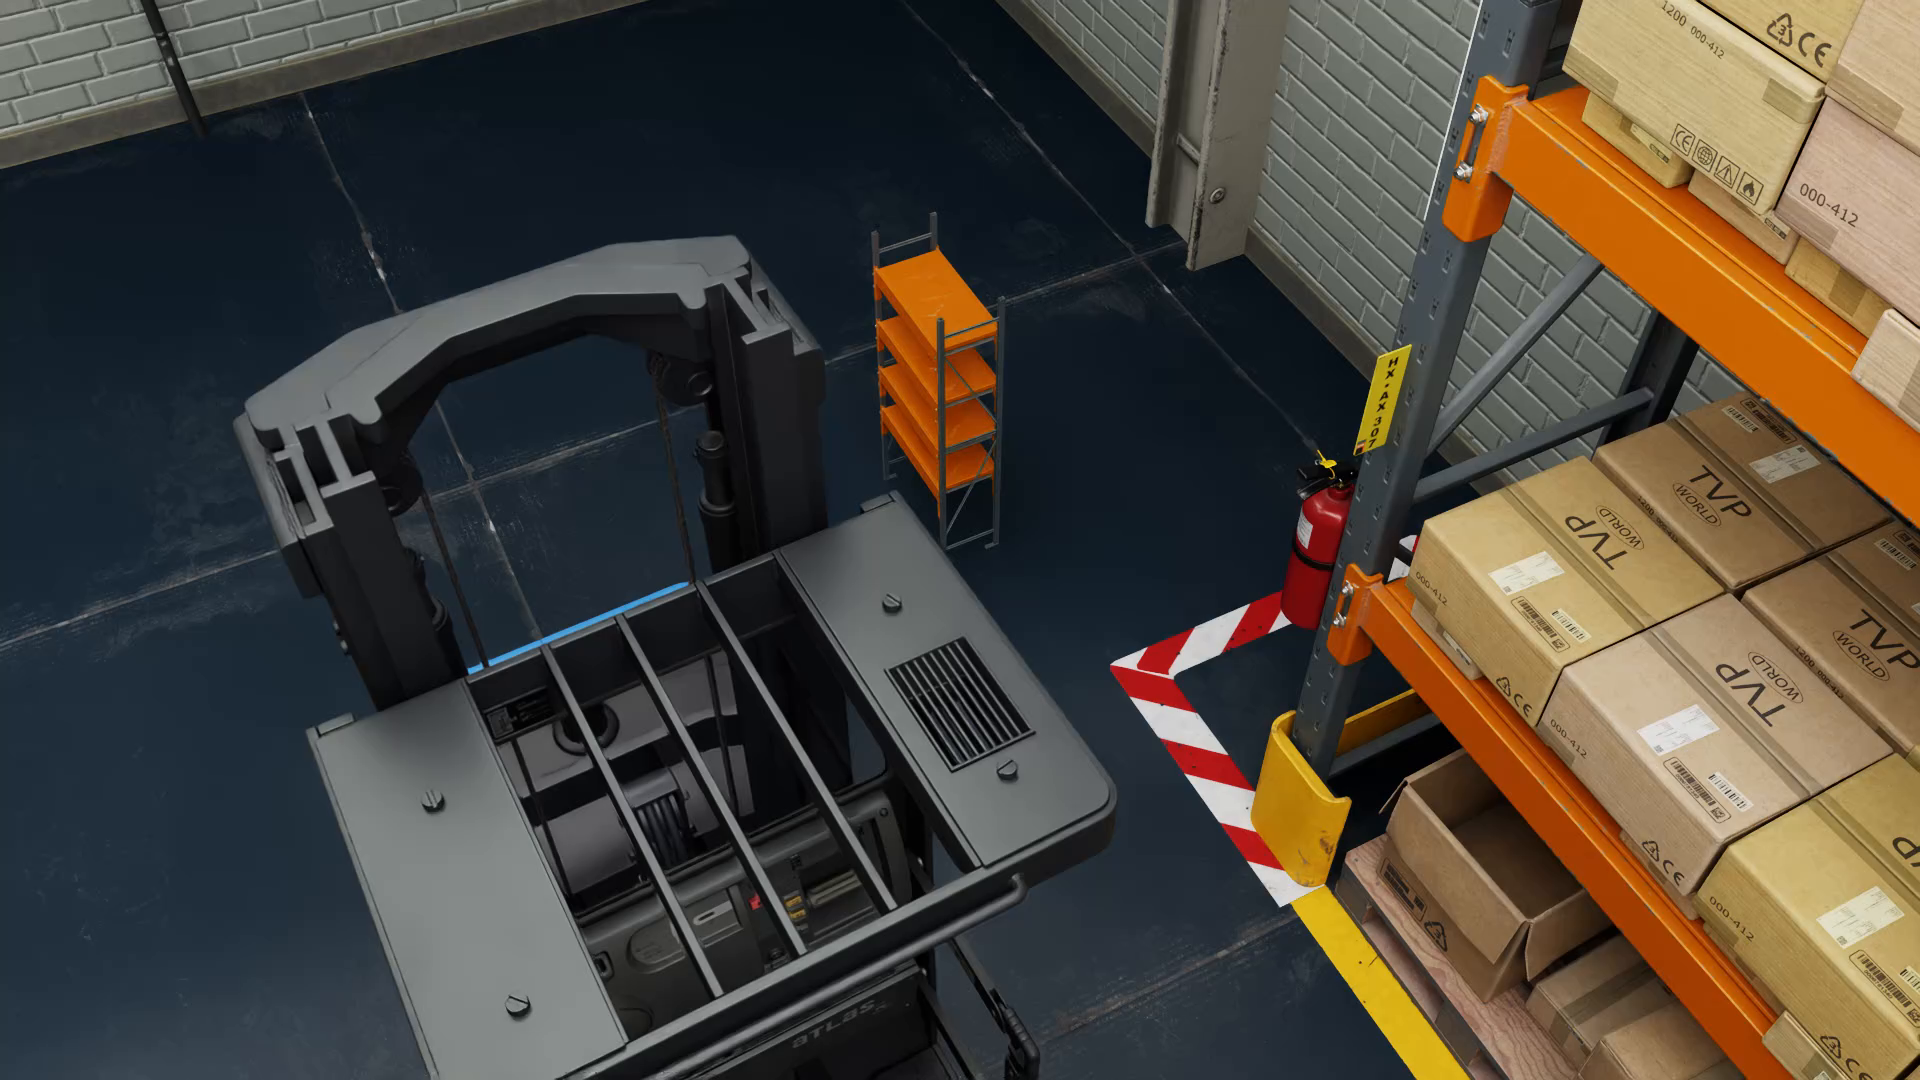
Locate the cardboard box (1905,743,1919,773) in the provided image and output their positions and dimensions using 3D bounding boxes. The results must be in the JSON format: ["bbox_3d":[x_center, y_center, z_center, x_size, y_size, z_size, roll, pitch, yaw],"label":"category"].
[{"bbox_3d":[2.396,0.613,3.623,0.500,0.250,0.500,-20,52,-16],"label":"cardboard box"}]

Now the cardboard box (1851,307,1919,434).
[{"bbox_3d":[1.700,-0.298,2.692,0.380,0.149,0.250,-20,52,-17],"label":"cardboard box"}]

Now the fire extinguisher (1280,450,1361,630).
[{"bbox_3d":[1.014,-0.024,4.577,0.296,0.674,0.183,-21,52,-18],"label":"fire extinguisher"}]

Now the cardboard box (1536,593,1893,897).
[{"bbox_3d":[1.692,0.452,3.764,0.500,0.250,0.500,-21,52,-17],"label":"cardboard box"}]

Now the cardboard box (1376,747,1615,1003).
[{"bbox_3d":[1.688,0.893,4.856,0.797,0.503,0.637,-23,53,-19],"label":"cardboard box"}]

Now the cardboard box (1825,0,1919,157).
[{"bbox_3d":[1.688,-0.703,2.449,0.500,0.250,0.500,-22,52,-18],"label":"cardboard box"}]

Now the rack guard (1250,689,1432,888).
[{"bbox_3d":[1.527,0.641,5.357,1.175,0.500,0.348,-21,52,-18],"label":"rack guard"}]

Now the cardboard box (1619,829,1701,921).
[{"bbox_3d":[1.769,0.673,3.836,0.380,0.149,0.250,-20,52,-16],"label":"cardboard box"}]

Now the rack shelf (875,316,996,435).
[{"bbox_3d":[-0.076,-0.609,5.778,0.258,0.148,0.480,-21,52,-18],"label":"rack shelf"}]

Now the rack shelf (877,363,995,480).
[{"bbox_3d":[-0.076,-0.462,5.946,0.258,0.148,0.480,-21,52,-18],"label":"rack shelf"}]

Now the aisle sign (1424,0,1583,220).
[{"bbox_3d":[1.200,-1.033,3.434,0.394,0.787,0.004,-21,52,-18],"label":"aisle sign"}]

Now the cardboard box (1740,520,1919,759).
[{"bbox_3d":[2.174,0.280,3.914,0.500,0.250,0.500,-21,52,-17],"label":"cardboard box"}]

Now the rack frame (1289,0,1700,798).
[{"bbox_3d":[1.493,-0.233,4.461,1.000,3.000,0.127,-21,52,-18],"label":"rack frame"}]

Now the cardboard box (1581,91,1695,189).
[{"bbox_3d":[1.432,-0.844,3.170,0.380,0.149,0.250,-20,52,-17],"label":"cardboard box"}]

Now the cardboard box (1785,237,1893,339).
[{"bbox_3d":[1.677,-0.500,2.869,0.380,0.149,0.250,-21,52,-17],"label":"cardboard box"}]

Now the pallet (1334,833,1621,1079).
[{"bbox_3d":[1.893,1.269,5.000,1.003,0.211,1.213,-21,52,-18],"label":"pallet"}]

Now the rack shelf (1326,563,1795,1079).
[{"bbox_3d":[2.408,1.342,3.561,1.077,0.370,4.000,-21,52,-18],"label":"rack shelf"}]

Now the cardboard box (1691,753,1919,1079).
[{"bbox_3d":[1.926,0.790,3.468,0.500,0.250,0.500,-22,52,-18],"label":"cardboard box"}]

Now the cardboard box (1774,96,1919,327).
[{"bbox_3d":[1.704,-0.545,2.643,0.500,0.250,0.500,-20,52,-17],"label":"cardboard box"}]

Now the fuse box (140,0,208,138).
[{"bbox_3d":[-3.586,-2.488,7.290,0.539,1.711,0.414,-21,52,-18],"label":"fuse box"}]

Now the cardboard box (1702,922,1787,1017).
[{"bbox_3d":[1.895,0.848,3.682,0.380,0.149,0.250,-20,52,-17],"label":"cardboard box"}]

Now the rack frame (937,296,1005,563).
[{"bbox_3d":[0.036,-0.342,5.752,0.240,1.200,0.015,-21,52,-18],"label":"rack frame"}]

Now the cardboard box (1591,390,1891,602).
[{"bbox_3d":[1.939,-0.065,4.216,0.500,0.250,0.500,-20,52,-16],"label":"cardboard box"}]

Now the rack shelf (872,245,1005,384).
[{"bbox_3d":[-0.076,-0.764,5.599,0.258,0.148,0.480,-21,52,-18],"label":"rack shelf"}]

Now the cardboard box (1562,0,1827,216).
[{"bbox_3d":[1.453,-0.878,2.934,0.500,0.250,0.500,-22,52,-18],"label":"cardboard box"}]

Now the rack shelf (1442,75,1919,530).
[{"bbox_3d":[2.408,0.355,2.432,1.077,0.370,4.000,-21,52,-18],"label":"rack shelf"}]

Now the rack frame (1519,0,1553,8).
[{"bbox_3d":[1.493,-2.208,2.203,1.000,3.000,0.127,-21,52,-18],"label":"rack frame"}]

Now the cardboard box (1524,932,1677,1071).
[{"bbox_3d":[1.848,1.307,4.729,0.380,0.149,0.250,-23,53,-19],"label":"cardboard box"}]

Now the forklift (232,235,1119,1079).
[{"bbox_3d":[-0.433,0.983,3.443,1.130,2.935,3.031,-23,53,-19],"label":"forklift"}]

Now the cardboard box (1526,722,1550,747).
[{"bbox_3d":[1.557,0.318,4.146,0.380,0.149,0.250,-20,52,-17],"label":"cardboard box"}]

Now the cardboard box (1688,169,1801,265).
[{"bbox_3d":[1.575,-0.678,3.024,0.380,0.149,0.250,-20,52,-17],"label":"cardboard box"}]

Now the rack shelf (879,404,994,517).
[{"bbox_3d":[-0.076,-0.331,6.095,0.258,0.148,0.480,-21,52,-18],"label":"rack shelf"}]

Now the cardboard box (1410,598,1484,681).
[{"bbox_3d":[1.399,0.164,4.281,0.380,0.149,0.250,-22,52,-18],"label":"cardboard box"}]

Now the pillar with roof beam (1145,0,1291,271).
[{"bbox_3d":[-2.768,-2.840,2.756,9.100,9.000,0.400,-21,52,-18],"label":"pillar with roof beam"}]

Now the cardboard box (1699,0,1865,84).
[{"bbox_3d":[1.472,-1.050,2.753,0.500,0.250,0.500,-22,52,-18],"label":"cardboard box"}]

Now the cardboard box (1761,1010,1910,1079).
[{"bbox_3d":[1.944,1.043,3.511,0.380,0.149,0.250,-23,53,-19],"label":"cardboard box"}]

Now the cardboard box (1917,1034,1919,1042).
[{"bbox_3d":[2.147,0.872,2.899,0.500,0.500,0.500,-20,52,-17],"label":"cardboard box"}]

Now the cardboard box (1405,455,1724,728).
[{"bbox_3d":[1.461,0.115,4.059,0.500,0.250,0.500,-21,52,-17],"label":"cardboard box"}]

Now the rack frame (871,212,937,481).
[{"bbox_3d":[-0.187,-0.669,6.038,0.240,1.200,0.015,-21,52,-18],"label":"rack frame"}]

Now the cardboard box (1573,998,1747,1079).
[{"bbox_3d":[2.045,1.479,4.345,0.700,0.500,0.500,-19,52,-16],"label":"cardboard box"}]

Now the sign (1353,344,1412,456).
[{"bbox_3d":[1.010,-0.331,3.972,0.100,0.325,0.005,-21,52,-18],"label":"sign"}]

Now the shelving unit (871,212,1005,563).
[{"bbox_3d":[-0.076,-0.506,5.895,0.258,1.200,0.503,-21,52,-18],"label":"shelving unit"}]
